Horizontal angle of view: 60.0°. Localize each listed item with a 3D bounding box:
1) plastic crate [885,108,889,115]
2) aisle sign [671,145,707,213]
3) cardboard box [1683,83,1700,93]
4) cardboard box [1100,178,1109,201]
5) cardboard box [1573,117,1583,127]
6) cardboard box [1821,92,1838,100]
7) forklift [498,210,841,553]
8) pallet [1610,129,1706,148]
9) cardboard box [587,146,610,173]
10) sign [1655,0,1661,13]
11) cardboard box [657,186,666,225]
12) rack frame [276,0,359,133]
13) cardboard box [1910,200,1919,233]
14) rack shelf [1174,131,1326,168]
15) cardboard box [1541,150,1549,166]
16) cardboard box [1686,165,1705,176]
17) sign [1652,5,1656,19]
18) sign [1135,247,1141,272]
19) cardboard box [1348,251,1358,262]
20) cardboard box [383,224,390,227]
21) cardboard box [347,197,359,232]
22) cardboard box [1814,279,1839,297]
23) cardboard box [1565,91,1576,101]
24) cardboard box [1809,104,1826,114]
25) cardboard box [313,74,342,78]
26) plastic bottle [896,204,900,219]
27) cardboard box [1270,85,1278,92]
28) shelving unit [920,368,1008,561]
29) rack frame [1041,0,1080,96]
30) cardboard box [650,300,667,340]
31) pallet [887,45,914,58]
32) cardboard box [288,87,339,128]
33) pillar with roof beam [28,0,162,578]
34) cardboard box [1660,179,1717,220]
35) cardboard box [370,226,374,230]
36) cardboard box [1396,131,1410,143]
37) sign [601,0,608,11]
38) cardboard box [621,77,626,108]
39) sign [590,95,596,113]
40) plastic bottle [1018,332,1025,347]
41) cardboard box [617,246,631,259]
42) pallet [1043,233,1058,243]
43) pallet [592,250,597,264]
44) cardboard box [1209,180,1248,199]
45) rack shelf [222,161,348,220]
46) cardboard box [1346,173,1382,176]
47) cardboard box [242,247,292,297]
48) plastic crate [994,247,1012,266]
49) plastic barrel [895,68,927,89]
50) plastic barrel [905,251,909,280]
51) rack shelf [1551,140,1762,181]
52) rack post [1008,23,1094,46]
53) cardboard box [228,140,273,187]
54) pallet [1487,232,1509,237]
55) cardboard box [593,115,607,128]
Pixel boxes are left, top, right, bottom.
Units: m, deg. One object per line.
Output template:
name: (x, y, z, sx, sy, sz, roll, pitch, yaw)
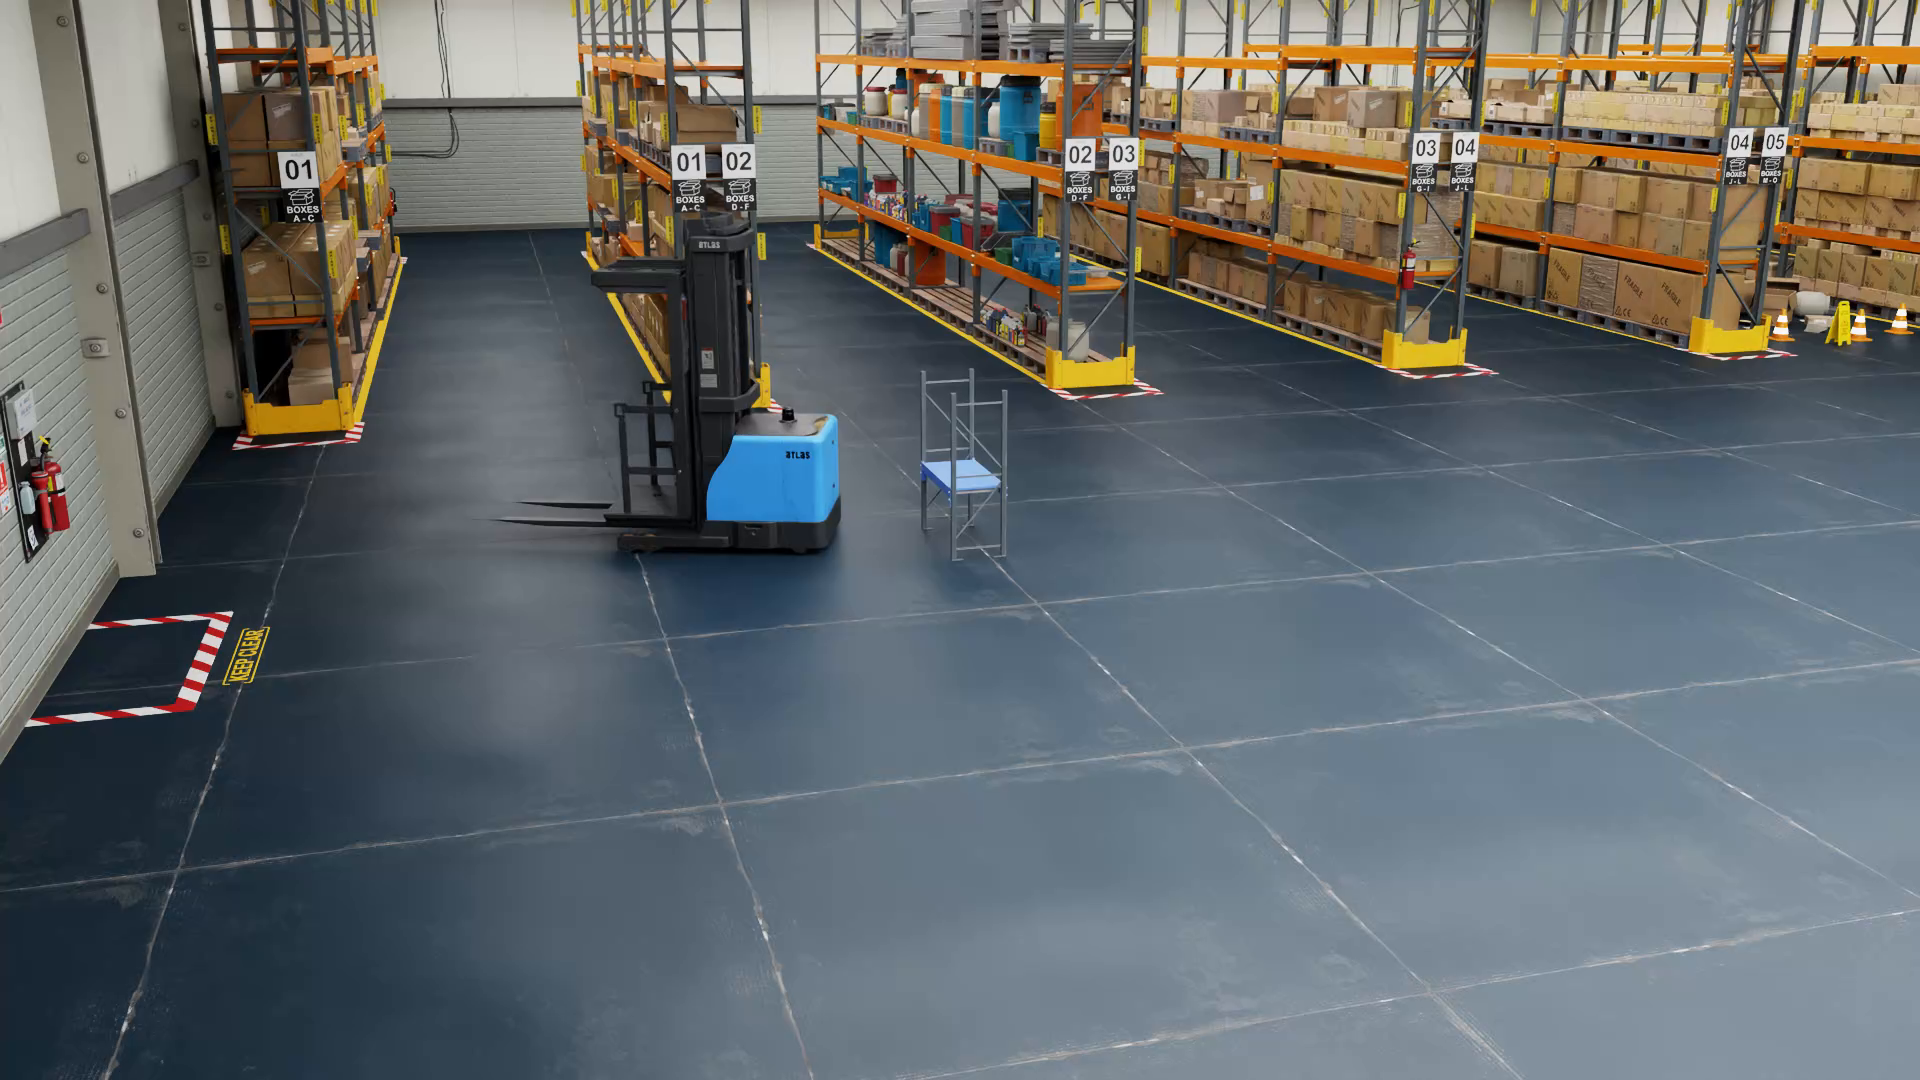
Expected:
plastic crate: (-1.581, -8.557, 33.536, 0.497, 0.269, 0.590, -5, 17, -15)
aisle sign: (-3.234, -4.312, 19.871, 0.394, 0.787, 0.004, -5, 17, -15)
cardboard box: (17.041, -10.393, 38.297, 0.500, 0.250, 0.500, -5, 17, -16)
cardboard box: (3.145, -7.110, 33.533, 0.500, 0.500, 0.500, -5, 17, -15)
cardboard box: (10.100, -6.727, 26.749, 0.380, 0.149, 0.250, -5, 17, -15)
cardboard box: (18.157, -9.274, 34.747, 0.380, 0.149, 0.250, -5, 17, -16)
forklift: (-2.661, -1.437, 14.940, 3.031, 2.935, 1.130, 1, 17, 4)
pallet: (10.800, -6.191, 25.586, 1.003, 0.211, 1.213, -5, 17, -15)
cardboard box: (-7.347, -7.773, 34.001, 0.500, 0.500, 0.500, -5, 17, -15)
sign: (13.354, -10.238, 31.792, 0.100, 0.325, 0.005, -5, 17, -15)
cardboard box: (-3.801, -4.622, 22.993, 0.700, 0.500, 0.500, -5, 17, -15)
rack frame: (-9.930, -7.801, 25.579, 1.000, 3.000, 0.127, -5, 17, -15)
cardboard box: (15.538, -5.131, 26.427, 0.500, 0.500, 0.500, -5, 17, -15)
rack shelf: (4.908, -6.642, 28.184, 1.077, 0.370, 4.000, -5, 17, -15)
cardboard box: (12.798, -8.237, 35.545, 0.500, 0.500, 0.500, -5, 17, -16)
cardboard box: (14.090, -6.845, 31.403, 0.500, 0.500, 0.500, -4, 17, -14)
sign: (16.999, -12.927, 40.745, 0.100, 0.325, 0.005, -5, 17, -15)
sign: (2.324, -3.673, 21.784, 0.100, 0.325, 0.005, -5, 17, -15)
cardboard box: (5.920, -4.177, 24.378, 0.380, 0.149, 0.250, -5, 17, -15)
cardboard box: (-11.629, -6.249, 33.326, 0.380, 0.149, 0.250, -5, 17, -16)
cardboard box: (-9.791, -5.058, 25.934, 0.700, 0.500, 0.500, -7, 18, -22)
cardboard box: (15.046, -4.333, 28.510, 0.500, 0.250, 0.500, -4, 17, -12)
cardboard box: (10.027, -7.180, 26.873, 0.380, 0.149, 0.250, -5, 17, -15)
cardboard box: (14.758, -7.365, 28.392, 0.380, 0.149, 0.250, -5, 17, -16)
cardboard box: (-11.445, -8.182, 30.115, 0.500, 0.500, 0.500, -5, 17, -16)
plastic bottle: (-1.110, -5.933, 30.011, 0.097, 0.271, 0.097, 0, 17, 0)
cardboard box: (7.103, -10.004, 36.825, 0.380, 0.149, 0.250, -4, 17, -14)
shelving unit: (0.023, -0.695, 14.956, 0.538, 1.500, 1.048, -5, 17, -15)
rack frame: (2.159, -11.189, 36.857, 1.000, 3.000, 0.127, -5, 17, -15)
cardboard box: (-3.967, -3.028, 22.863, 0.500, 0.500, 0.500, -5, 17, -15)
pallet: (-0.573, -8.505, 28.944, 1.213, 0.211, 1.003, -5, 17, -15)
cardboard box: (-8.271, -5.526, 21.272, 0.500, 0.500, 0.500, -4, 17, -12)
pillar with roof beam: (-2.967, -4.394, 14.237, 9.100, 9.000, 0.400, -5, 17, -15)
cardboard box: (11.049, -5.094, 24.856, 0.875, 0.550, 0.550, -5, 17, -15)
cardboard box: (-9.850, -5.077, 27.341, 0.380, 0.149, 0.250, -4, 17, -14)
cardboard box: (6.180, -5.498, 22.693, 0.380, 0.149, 0.250, -5, 17, -15)
sign: (-5.687, -8.634, 26.589, 0.100, 0.325, 0.005, -5, 17, -15)
cardboard box: (-5.422, -7.546, 28.033, 0.500, 0.500, 0.500, -5, 17, -15)
sign: (-6.787, -8.066, 30.777, 0.100, 0.325, 0.005, -5, 17, -15)
plastic bottle: (0.868, -2.842, 23.598, 0.097, 0.201, 0.097, 0, 17, 0)
cardboard box: (-5.670, -4.949, 28.788, 0.500, 0.250, 0.500, -4, 17, -13)
pallet: (2.454, -6.765, 37.406, 1.003, 0.211, 1.213, -5, 17, -15)
pallet: (-7.126, -5.957, 34.714, 1.003, 0.211, 1.213, -5, 17, -15)
cardboard box: (4.794, -6.059, 29.304, 0.700, 0.500, 0.500, -2, 17, -7)
rack shelf: (-8.281, -4.361, 20.589, 1.077, 0.370, 4.000, -5, 17, -15)
cardboard box: (6.121, -5.286, 25.206, 0.500, 0.500, 0.500, -5, 17, -15)
cardboard box: (-8.065, -3.126, 19.364, 0.500, 0.500, 0.500, -5, 17, -16)
plastic crate: (0.797, -4.106, 24.072, 0.450, 0.188, 0.662, -5, 17, -15)
plastic barrel: (-0.887, -8.236, 30.638, 0.600, 0.901, 0.708, -5, 17, -15)
plastic barrel: (-0.796, -5.004, 30.290, 0.421, 0.512, 0.421, 0, 17, 0)
rack shelf: (10.804, -5.900, 25.713, 1.077, 0.370, 4.000, -5, 17, -15)
rack post: (1.232, -6.869, 22.607, 0.937, 0.300, 0.954, -5, 17, -16)
cardboard box: (-8.089, -4.305, 18.944, 0.500, 0.500, 0.500, -3, 17, -11)
pallet: (12.653, -6.874, 37.767, 1.003, 0.211, 1.213, -5, 17, -15)
cardboard box: (-6.657, -7.905, 31.401, 0.500, 0.250, 0.500, -5, 17, -15)
